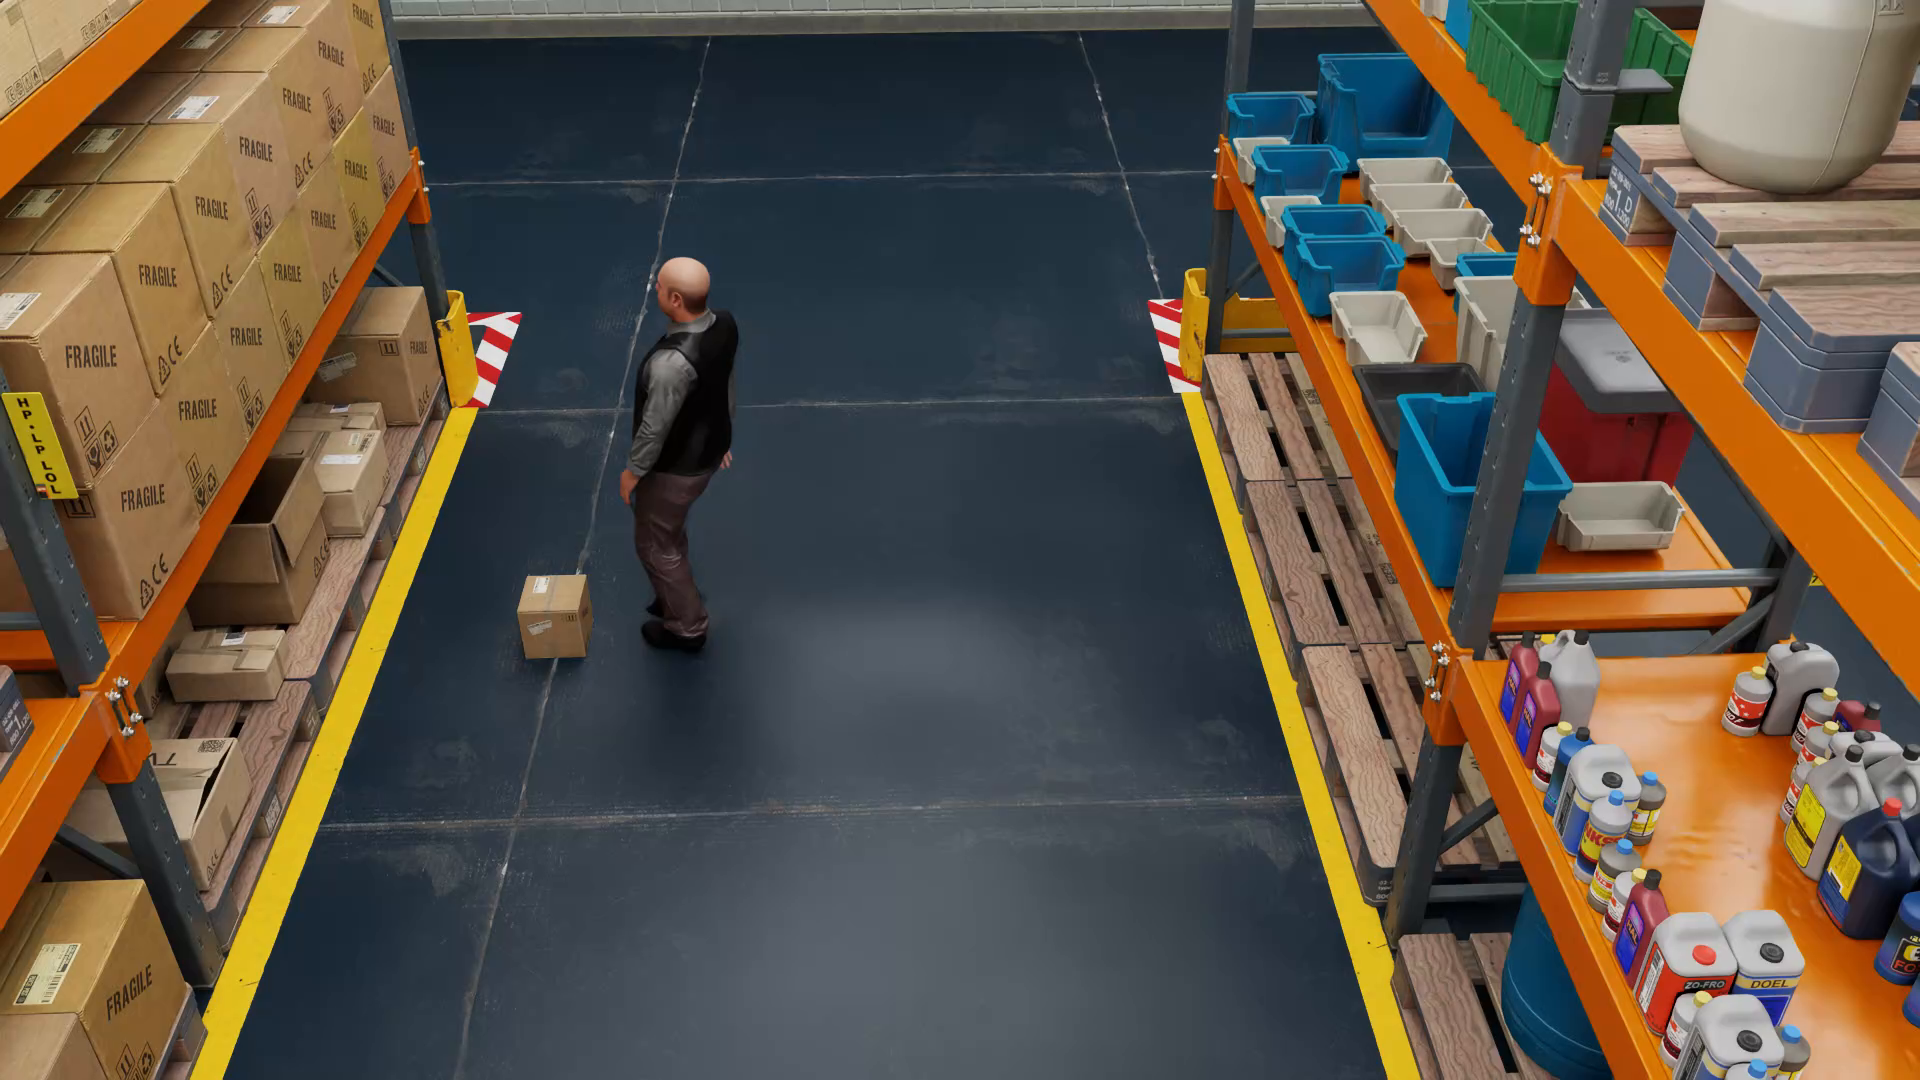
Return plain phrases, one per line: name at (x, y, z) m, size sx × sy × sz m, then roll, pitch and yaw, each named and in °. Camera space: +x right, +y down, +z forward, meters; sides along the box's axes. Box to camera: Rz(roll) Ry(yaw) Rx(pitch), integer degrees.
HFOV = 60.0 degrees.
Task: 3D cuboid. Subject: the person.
person at (-1.155, -0.303, 6.645) m, size 0.532 × 1.790 × 0.579 m, roll 10°, pitch 36°, yaw 13°
